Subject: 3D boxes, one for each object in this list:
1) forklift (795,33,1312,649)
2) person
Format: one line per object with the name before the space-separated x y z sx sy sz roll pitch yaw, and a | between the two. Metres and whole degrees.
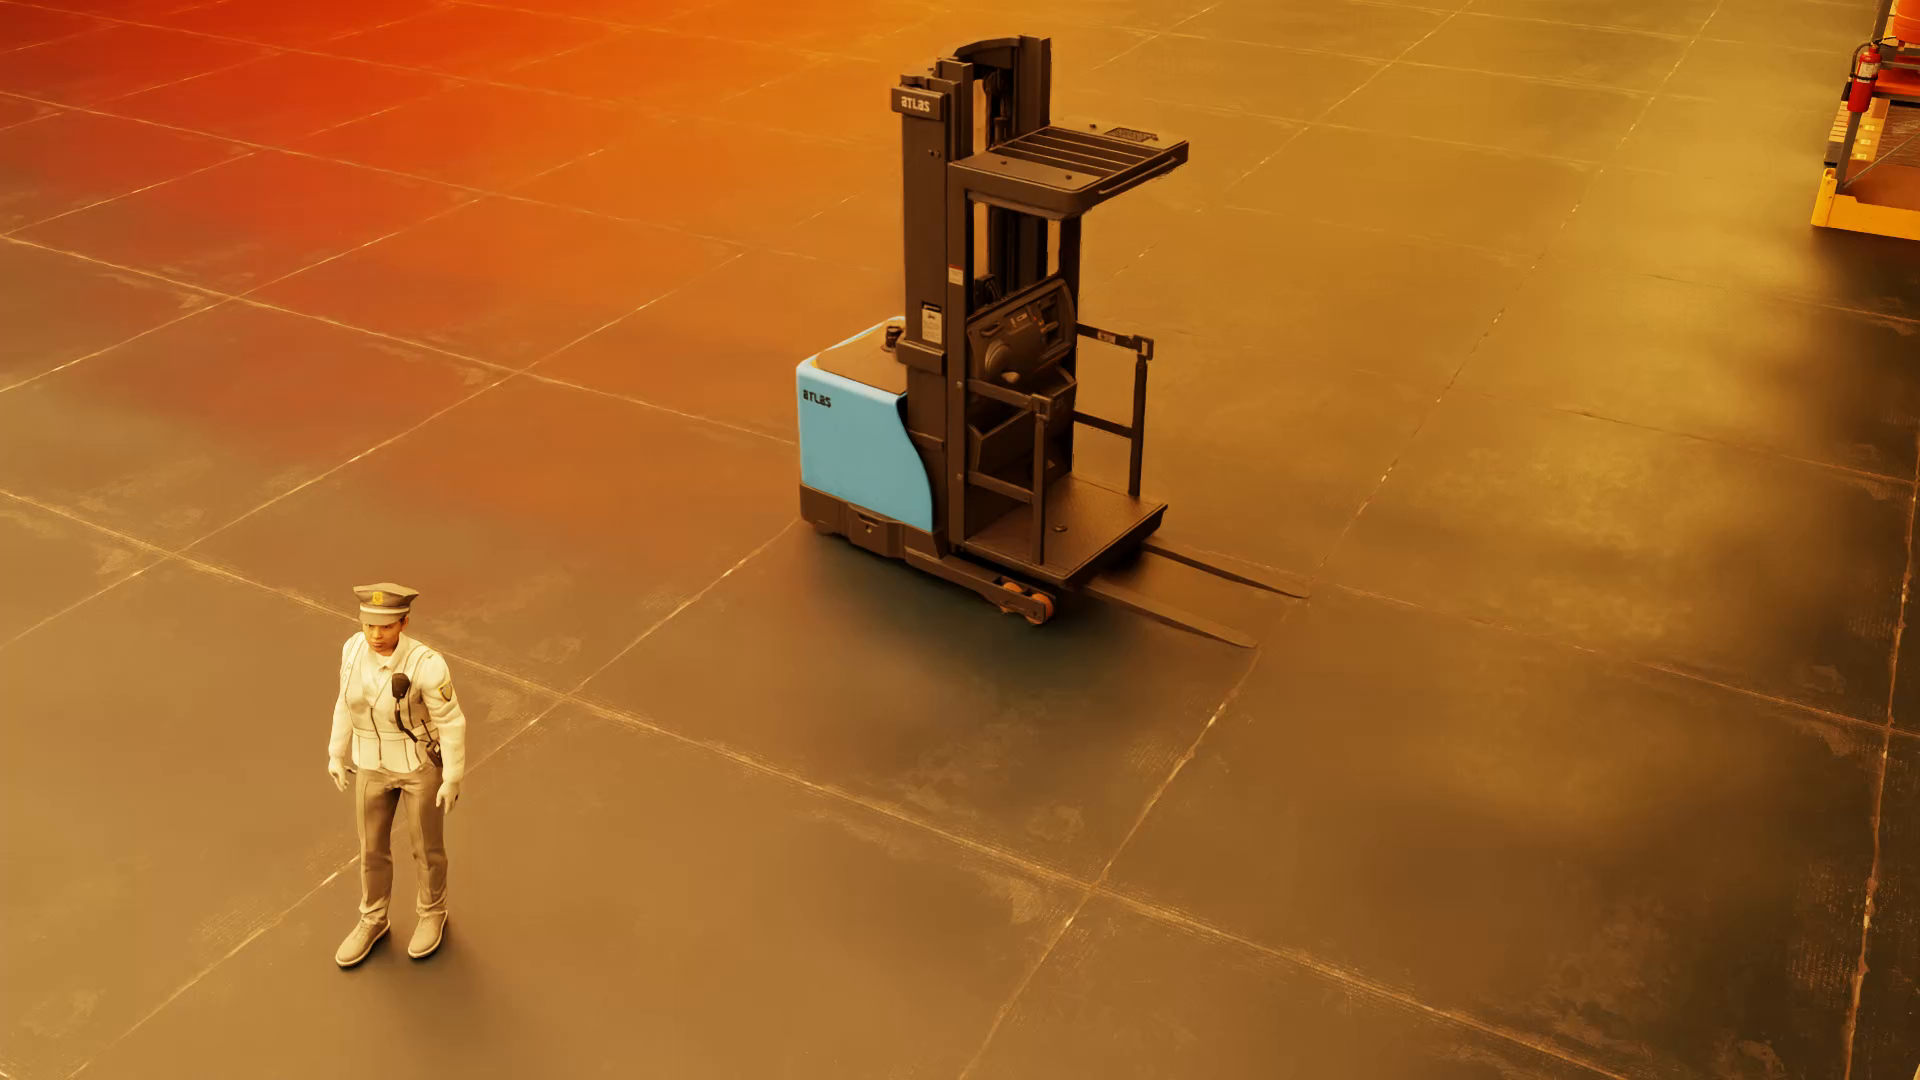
forklift | 0.509 -1.106 8.986 3.031 2.935 1.130 21 36 31
person | -2.277 0.941 6.662 0.587 1.694 0.531 6 31 11
